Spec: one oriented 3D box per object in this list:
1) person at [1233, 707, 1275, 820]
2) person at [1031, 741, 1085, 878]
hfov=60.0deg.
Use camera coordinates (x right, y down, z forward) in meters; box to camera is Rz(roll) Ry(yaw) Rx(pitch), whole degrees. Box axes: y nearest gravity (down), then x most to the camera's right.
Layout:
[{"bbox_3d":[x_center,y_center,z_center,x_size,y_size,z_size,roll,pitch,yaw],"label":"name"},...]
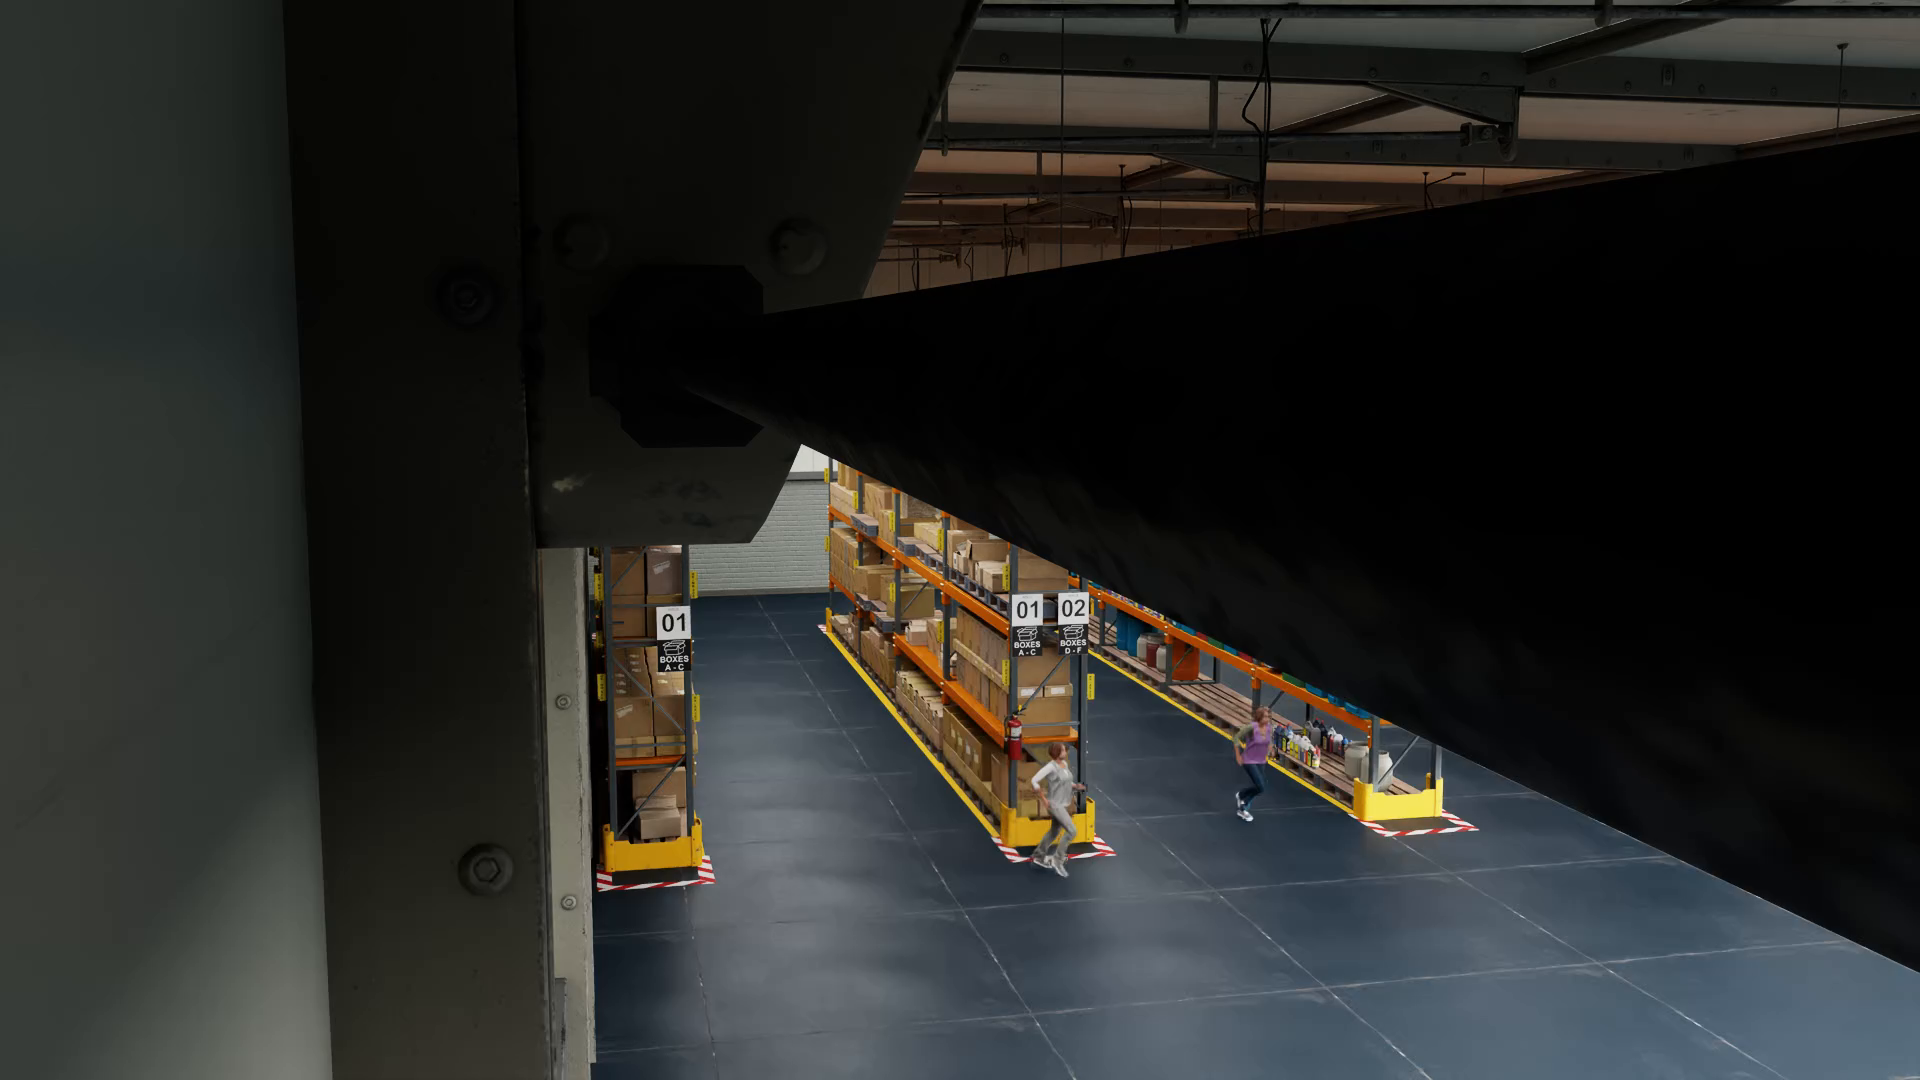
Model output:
[{"bbox_3d":[3.926,2.958,22.014,0.511,1.541,0.588,-5,8,-37],"label":"person"},{"bbox_3d":[1.166,3.207,19.787,0.688,1.598,0.507,3,7,24],"label":"person"}]
